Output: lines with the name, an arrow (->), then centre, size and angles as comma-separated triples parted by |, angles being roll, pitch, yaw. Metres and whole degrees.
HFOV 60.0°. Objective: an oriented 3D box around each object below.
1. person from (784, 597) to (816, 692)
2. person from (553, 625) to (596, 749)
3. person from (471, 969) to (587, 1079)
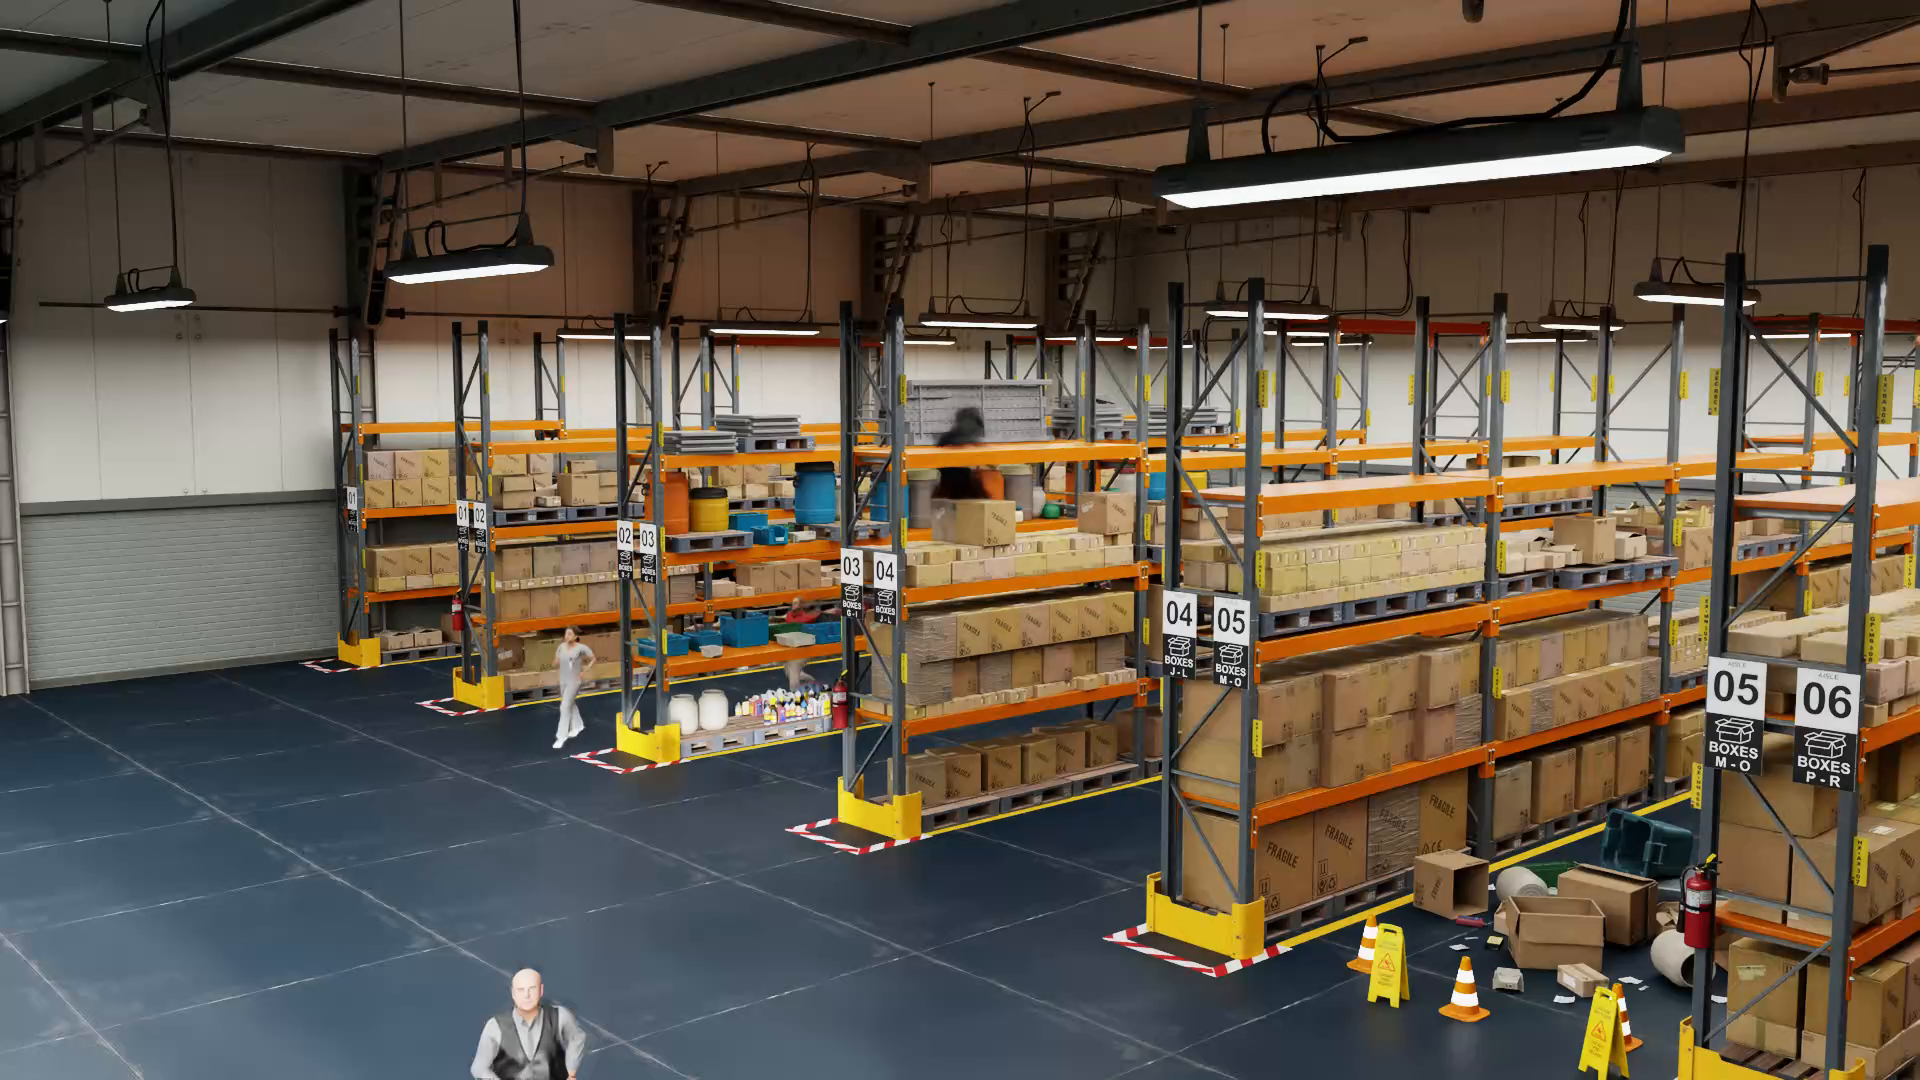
person -> -2.517, 1.729, 26.207 | 0.660, 1.699, 0.772 | 5, 7, 39
person -> -5.420, 2.033, 23.328 | 0.571, 1.714, 0.762 | 3, 6, 26
person -> -2.505, 3.349, 9.719 | 0.661, 1.717, 0.936 | -1, 6, -15
